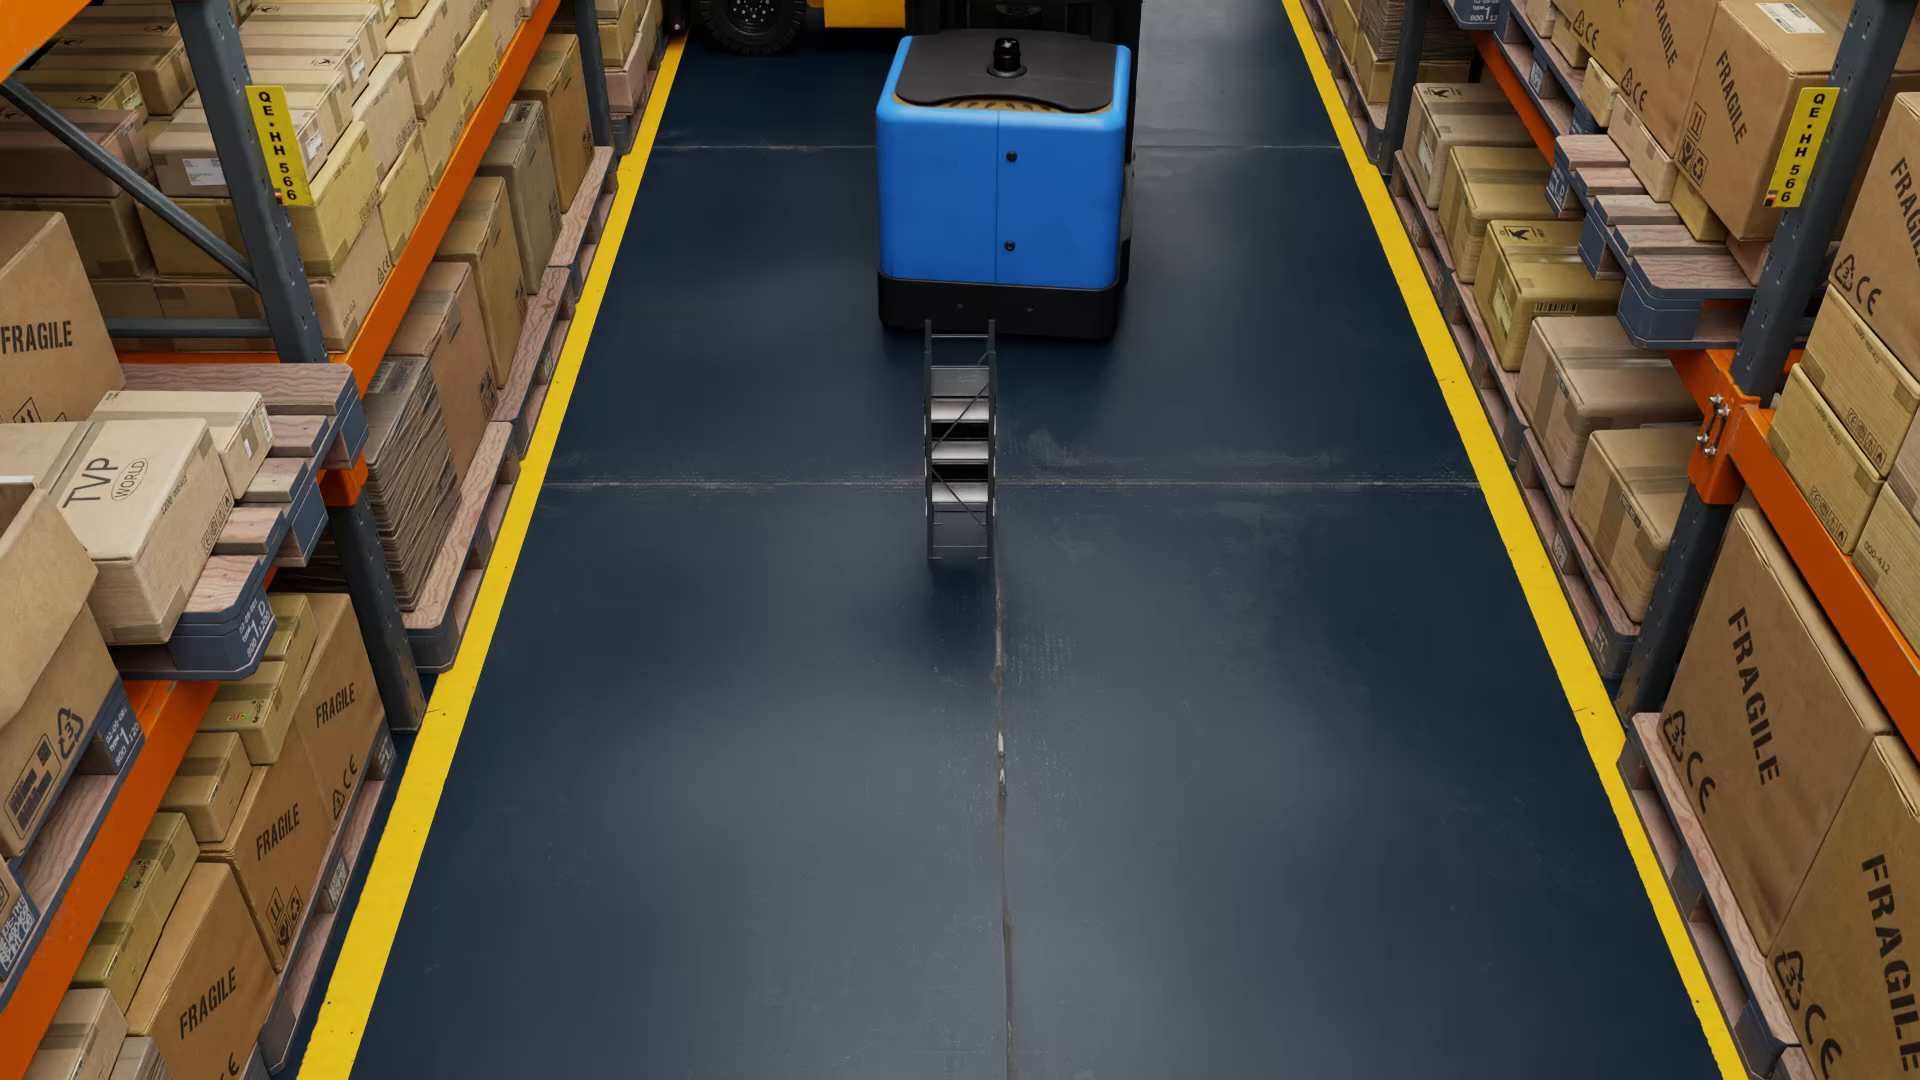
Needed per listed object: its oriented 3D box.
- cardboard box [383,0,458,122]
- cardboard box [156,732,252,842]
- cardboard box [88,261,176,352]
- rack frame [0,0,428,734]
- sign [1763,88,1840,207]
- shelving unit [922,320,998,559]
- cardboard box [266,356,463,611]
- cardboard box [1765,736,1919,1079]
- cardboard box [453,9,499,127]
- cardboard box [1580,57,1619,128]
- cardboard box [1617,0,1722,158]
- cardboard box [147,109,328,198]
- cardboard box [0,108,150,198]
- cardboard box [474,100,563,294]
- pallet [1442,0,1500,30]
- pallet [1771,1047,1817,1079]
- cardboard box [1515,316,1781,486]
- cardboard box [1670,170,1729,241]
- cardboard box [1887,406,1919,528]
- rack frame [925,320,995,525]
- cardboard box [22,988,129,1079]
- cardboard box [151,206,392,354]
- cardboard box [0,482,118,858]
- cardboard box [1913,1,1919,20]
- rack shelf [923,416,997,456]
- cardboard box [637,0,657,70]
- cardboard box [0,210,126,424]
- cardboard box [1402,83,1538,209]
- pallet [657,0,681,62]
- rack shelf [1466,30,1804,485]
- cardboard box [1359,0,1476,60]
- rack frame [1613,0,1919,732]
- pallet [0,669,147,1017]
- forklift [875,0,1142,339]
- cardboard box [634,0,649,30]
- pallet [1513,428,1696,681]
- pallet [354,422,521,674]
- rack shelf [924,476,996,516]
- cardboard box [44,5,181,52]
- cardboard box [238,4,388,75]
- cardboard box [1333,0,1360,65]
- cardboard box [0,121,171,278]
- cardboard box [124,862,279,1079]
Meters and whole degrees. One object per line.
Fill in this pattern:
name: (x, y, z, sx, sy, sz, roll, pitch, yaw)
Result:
cardboard box: (-2.017, -1.629, 5.605, 0.500, 0.250, 0.500, -1, 39, -1)
cardboard box: (-2.038, 0.628, 4.212, 0.380, 0.149, 0.250, -1, 39, -2)
cardboard box: (-2.535, -0.797, 4.966, 0.500, 0.250, 0.500, -1, 39, -1)
rack frame: (-2.279, -0.575, 4.568, 1.000, 3.000, 0.127, 0, 39, 0)
sign: (2.142, -0.995, 4.231, 0.100, 0.325, 0.005, 0, 39, 0)
shelving unit: (0.000, -0.346, 5.962, 0.258, 0.900, 0.210, 0, 39, 0)
cardboard box: (-2.266, -0.202, 5.666, 0.875, 0.625, 0.625, 1, 39, 1)
cardboard box: (2.599, 1.074, 3.874, 0.875, 0.875, 0.875, 0, 39, 1)
cardboard box: (-2.037, -1.755, 6.161, 0.500, 0.250, 0.500, 1, 39, 1)
cardboard box: (2.325, -1.506, 5.596, 0.380, 0.149, 0.250, 1, 39, 1)
cardboard box: (2.395, -1.507, 5.078, 0.500, 0.500, 0.500, -1, 39, -1)
cardboard box: (-1.985, -1.066, 4.583, 0.380, 0.149, 0.250, 1, 39, 1)
cardboard box: (-2.482, -1.070, 4.588, 0.380, 0.149, 0.250, 1, 39, 1)
cardboard box: (-2.278, -1.502, 7.288, 0.875, 0.625, 0.625, 0, 39, 0)
pallet: (2.536, -2.529, 7.161, 1.003, 0.211, 1.213, 0, 39, 0)
pallet: (2.609, 1.762, 3.883, 1.003, 0.211, 1.213, 0, 39, 0)
cardboard box: (2.685, -0.534, 6.283, 0.950, 0.372, 0.625, -1, 39, -1)
cardboard box: (2.376, -1.019, 4.988, 0.380, 0.149, 0.250, 1, 39, 1)
cardboard box: (2.438, -0.077, 3.667, 0.500, 0.250, 0.500, 1, 39, 1)
rack frame: (0.000, -0.410, 6.042, 0.240, 0.900, 0.006, 0, 39, 0)
cardboard box: (-2.052, 1.122, 3.596, 0.380, 0.149, 0.250, -2, 39, -2)
cardboard box: (-2.035, -0.794, 4.962, 0.500, 0.250, 0.500, 0, 39, 0)
cardboard box: (-2.092, 0.242, 3.131, 0.797, 0.503, 0.637, -1, 39, -1)
cardboard box: (2.916, -1.181, 4.672, 0.500, 0.500, 0.500, -1, 39, -1)
rack shelf: (0.000, -0.390, 5.927, 0.258, 0.077, 0.200, 0, 39, 0)
cardboard box: (-1.969, -2.787, 9.192, 0.500, 0.250, 0.500, -1, 39, -1)
cardboard box: (-2.435, -0.456, 4.004, 0.500, 0.500, 0.500, 2, 39, 2)
cardboard box: (2.683, -1.892, 7.978, 0.950, 0.372, 0.625, 0, 39, 1)
pallet: (-2.247, -3.250, 10.137, 1.003, 0.211, 1.213, 0, 39, 0)
rack shelf: (2.682, -1.551, 6.361, 1.077, 0.370, 4.000, 0, 39, 0)
cardboard box: (2.411, -2.835, 8.653, 0.500, 0.500, 0.500, -1, 39, -1)
rack frame: (2.685, -0.581, 4.576, 1.000, 3.000, 0.127, 0, 39, 0)
pallet: (-2.272, 0.716, 3.111, 1.003, 0.211, 1.213, 0, 39, 0)
forklift: (0.317, -2.933, 7.566, 1.130, 2.935, 3.031, 4, 39, 5)
cardboard box: (-1.978, -2.980, 9.033, 0.500, 0.250, 0.500, 0, 39, 0)
pallet: (2.685, 0.019, 6.058, 1.003, 0.211, 1.213, 0, 39, 0)
pallet: (-2.241, -0.001, 6.083, 1.003, 0.211, 1.213, 0, 39, 0)
rack shelf: (0.000, -0.180, 6.096, 0.258, 0.077, 0.200, 0, 39, 0)
cardboard box: (-2.603, -1.549, 5.186, 0.380, 0.149, 0.250, -1, 39, -1)
cardboard box: (-2.025, -1.557, 5.196, 0.380, 0.149, 0.250, 0, 39, 0)
cardboard box: (2.400, -2.875, 9.302, 0.500, 0.250, 0.500, -1, 39, -1)
cardboard box: (-2.557, -0.992, 4.809, 0.500, 0.250, 0.500, 1, 39, 1)
cardboard box: (-2.070, 1.141, 4.090, 0.500, 0.500, 0.500, 2, 39, 2)
